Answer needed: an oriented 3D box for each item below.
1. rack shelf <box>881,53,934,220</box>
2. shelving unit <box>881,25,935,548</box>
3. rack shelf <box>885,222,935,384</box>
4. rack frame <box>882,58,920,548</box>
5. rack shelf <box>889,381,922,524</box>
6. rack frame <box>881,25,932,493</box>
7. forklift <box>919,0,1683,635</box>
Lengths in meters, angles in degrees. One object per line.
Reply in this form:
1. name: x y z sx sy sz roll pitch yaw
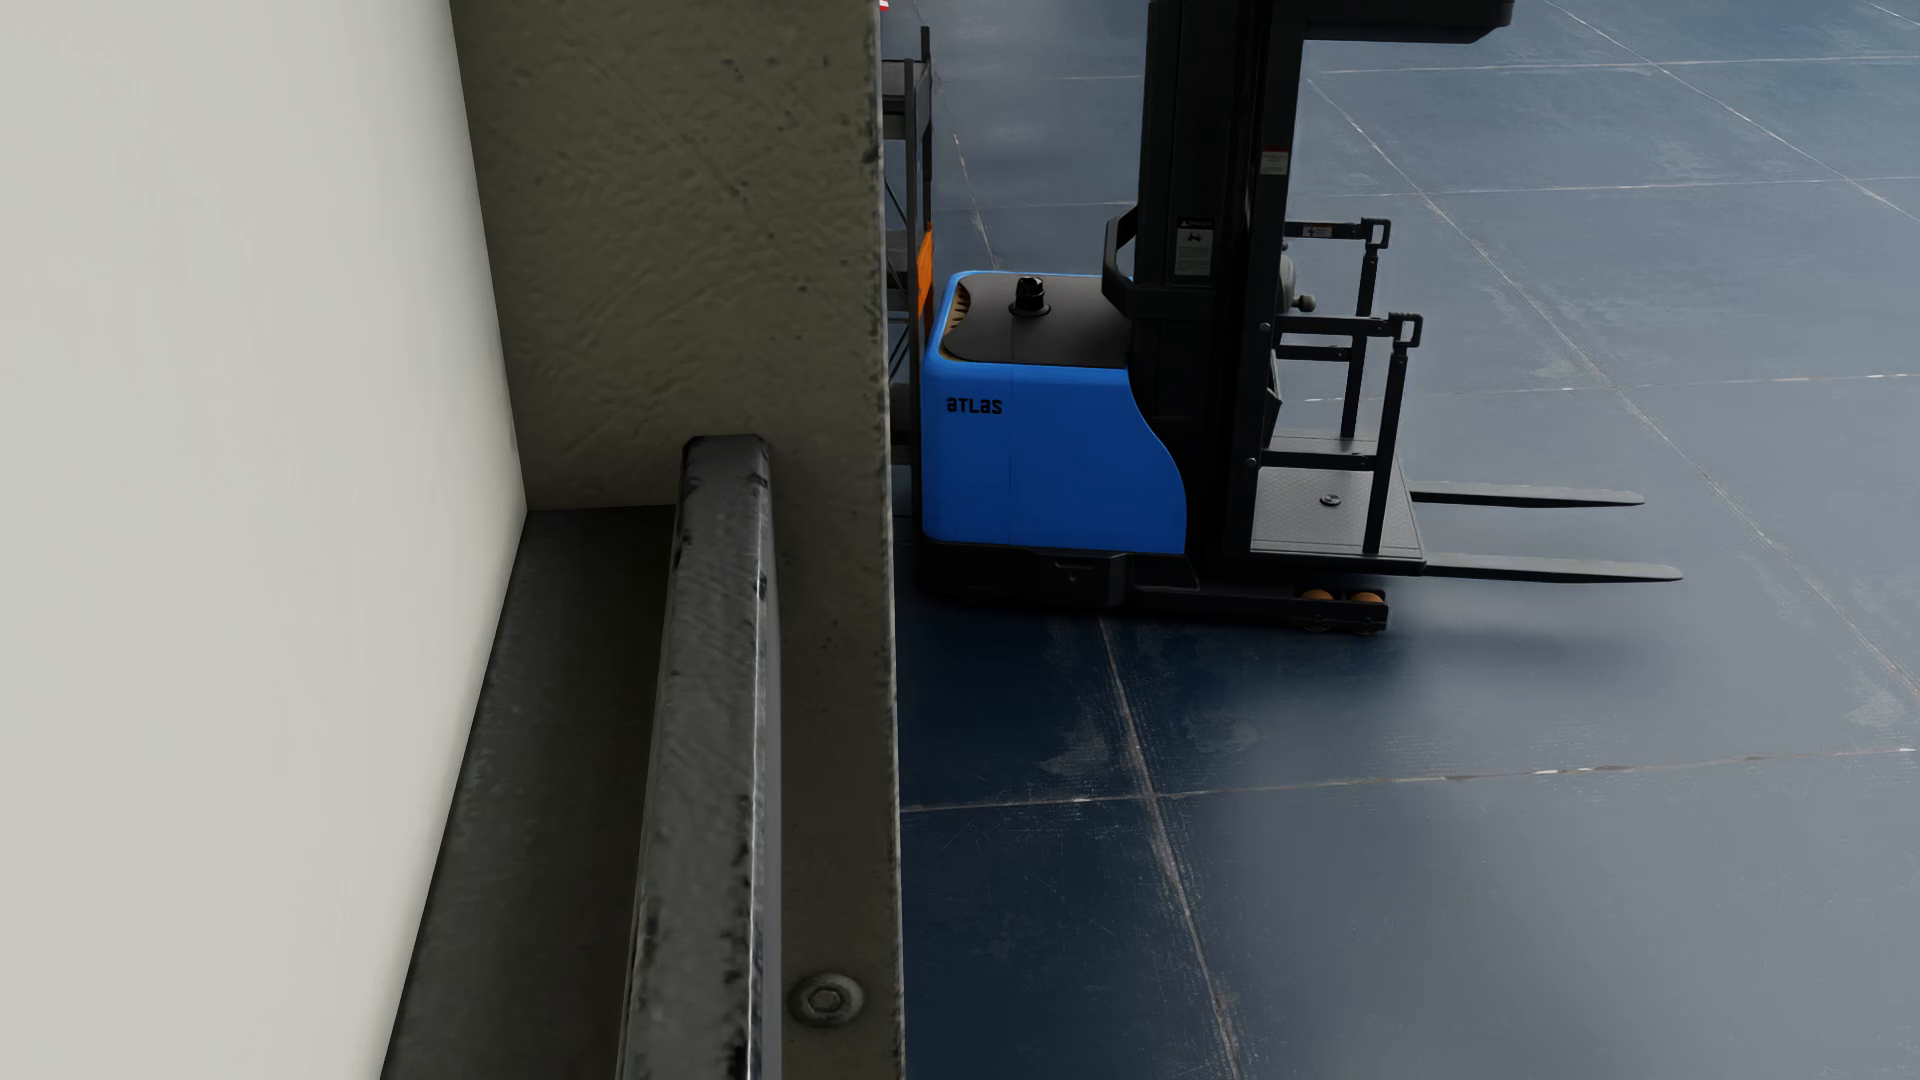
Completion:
1. rack shelf: -0.344 -1.595 6.534 0.431 0.518 0.480 3 31 5
2. shelving unit: -0.344 -1.005 6.886 0.431 2.100 0.503 3 31 5
3. rack shelf: -0.344 -0.994 6.893 0.431 0.518 0.480 3 31 5
4. rack frame: -0.370 -0.881 6.677 0.400 2.100 0.015 3 31 5
5. rack shelf: -0.344 -0.393 7.251 0.431 0.518 0.480 3 31 5
6. rack frame: -0.318 -1.130 7.094 0.400 2.100 0.015 3 31 5
7. forklift: 1.386 -1.169 6.349 3.031 2.935 1.130 3 31 5
